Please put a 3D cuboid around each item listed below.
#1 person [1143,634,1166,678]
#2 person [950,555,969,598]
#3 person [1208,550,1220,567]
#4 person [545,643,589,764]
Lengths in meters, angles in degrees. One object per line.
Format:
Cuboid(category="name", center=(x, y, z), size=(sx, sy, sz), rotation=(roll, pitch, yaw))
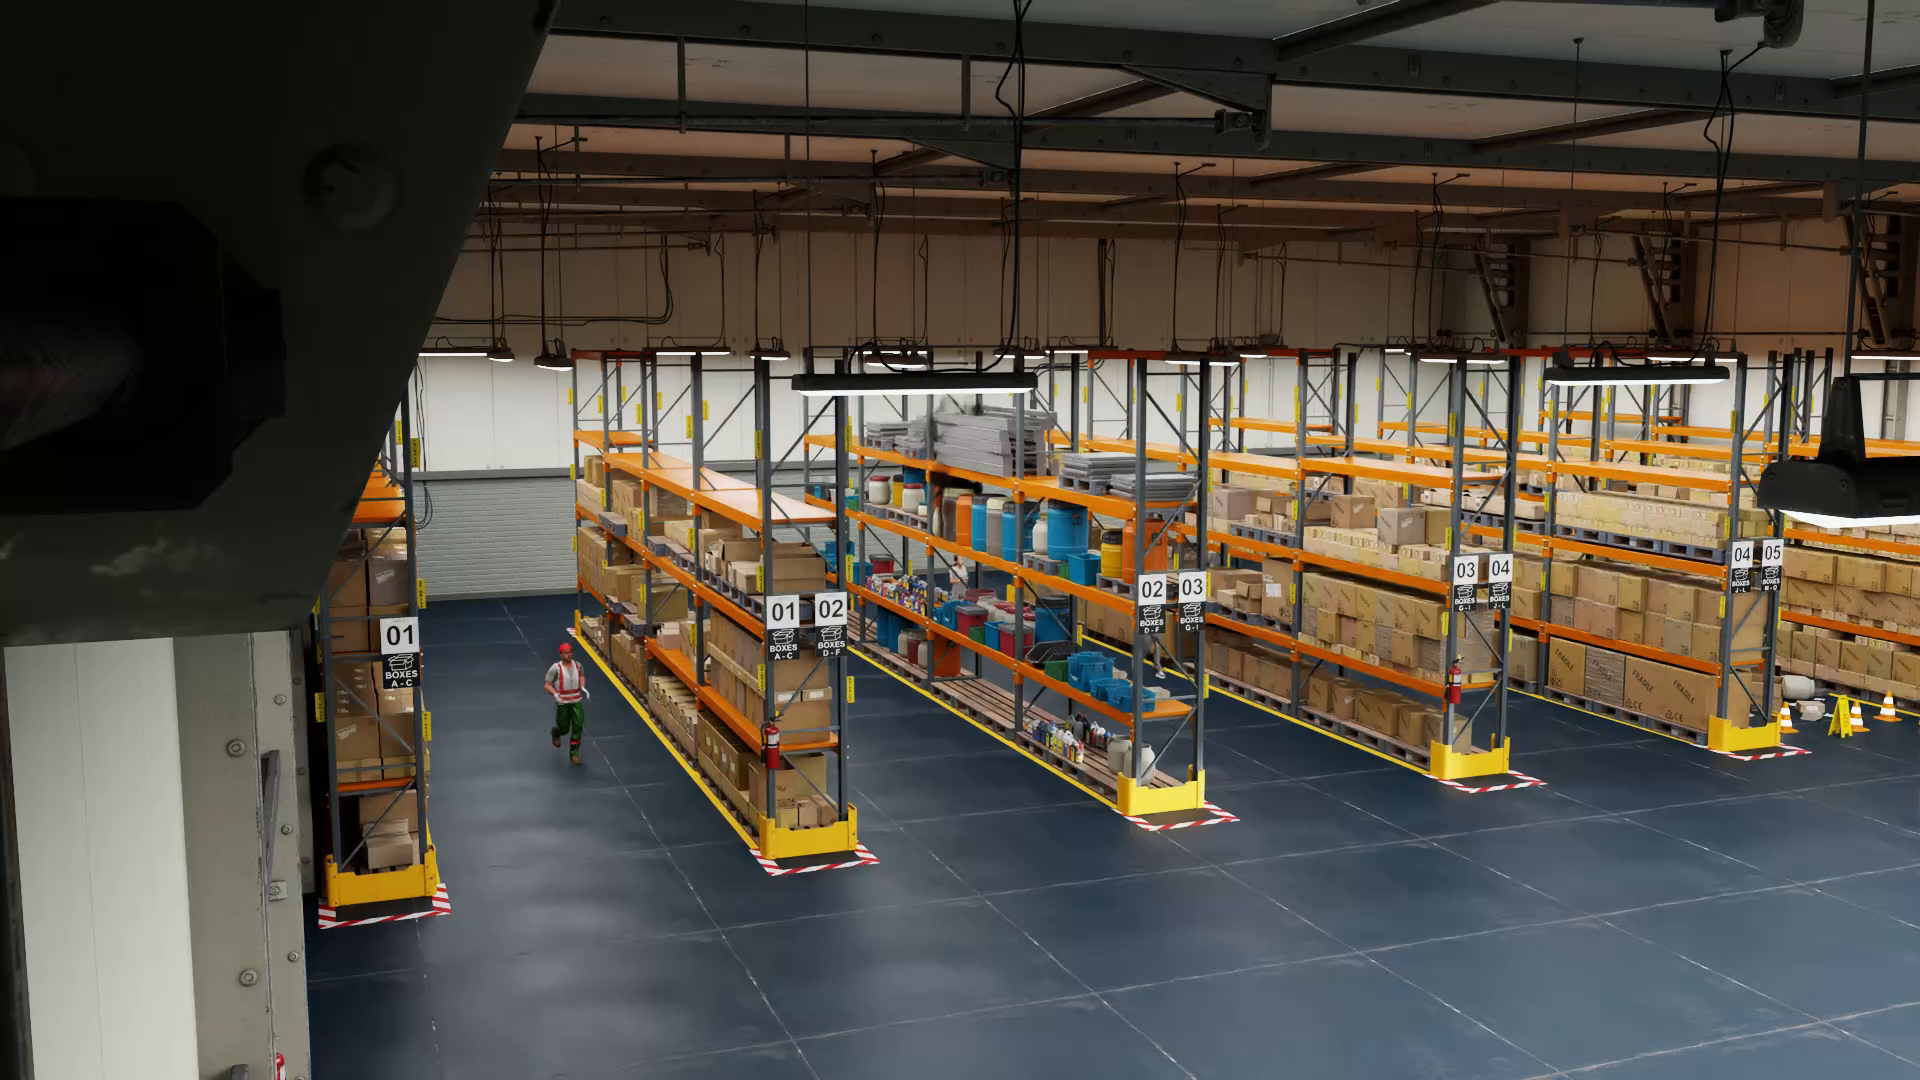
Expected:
Cuboid(category="person", center=(3.384, 1.609, 29.334), size=(0.551, 1.586, 0.761), rotation=(-4, 8, -31))
Cuboid(category="person", center=(-0.004, 1.147, 35.047), size=(0.546, 1.717, 0.720), rotation=(-4, 8, -31))
Cuboid(category="person", center=(6.362, 0.304, 41.550), size=(0.507, 1.734, 0.702), rotation=(-2, 8, -19))
Cuboid(category="person", center=(-5.829, 2.398, 24.697), size=(0.665, 1.760, 0.823), rotation=(-5, 9, -35))
